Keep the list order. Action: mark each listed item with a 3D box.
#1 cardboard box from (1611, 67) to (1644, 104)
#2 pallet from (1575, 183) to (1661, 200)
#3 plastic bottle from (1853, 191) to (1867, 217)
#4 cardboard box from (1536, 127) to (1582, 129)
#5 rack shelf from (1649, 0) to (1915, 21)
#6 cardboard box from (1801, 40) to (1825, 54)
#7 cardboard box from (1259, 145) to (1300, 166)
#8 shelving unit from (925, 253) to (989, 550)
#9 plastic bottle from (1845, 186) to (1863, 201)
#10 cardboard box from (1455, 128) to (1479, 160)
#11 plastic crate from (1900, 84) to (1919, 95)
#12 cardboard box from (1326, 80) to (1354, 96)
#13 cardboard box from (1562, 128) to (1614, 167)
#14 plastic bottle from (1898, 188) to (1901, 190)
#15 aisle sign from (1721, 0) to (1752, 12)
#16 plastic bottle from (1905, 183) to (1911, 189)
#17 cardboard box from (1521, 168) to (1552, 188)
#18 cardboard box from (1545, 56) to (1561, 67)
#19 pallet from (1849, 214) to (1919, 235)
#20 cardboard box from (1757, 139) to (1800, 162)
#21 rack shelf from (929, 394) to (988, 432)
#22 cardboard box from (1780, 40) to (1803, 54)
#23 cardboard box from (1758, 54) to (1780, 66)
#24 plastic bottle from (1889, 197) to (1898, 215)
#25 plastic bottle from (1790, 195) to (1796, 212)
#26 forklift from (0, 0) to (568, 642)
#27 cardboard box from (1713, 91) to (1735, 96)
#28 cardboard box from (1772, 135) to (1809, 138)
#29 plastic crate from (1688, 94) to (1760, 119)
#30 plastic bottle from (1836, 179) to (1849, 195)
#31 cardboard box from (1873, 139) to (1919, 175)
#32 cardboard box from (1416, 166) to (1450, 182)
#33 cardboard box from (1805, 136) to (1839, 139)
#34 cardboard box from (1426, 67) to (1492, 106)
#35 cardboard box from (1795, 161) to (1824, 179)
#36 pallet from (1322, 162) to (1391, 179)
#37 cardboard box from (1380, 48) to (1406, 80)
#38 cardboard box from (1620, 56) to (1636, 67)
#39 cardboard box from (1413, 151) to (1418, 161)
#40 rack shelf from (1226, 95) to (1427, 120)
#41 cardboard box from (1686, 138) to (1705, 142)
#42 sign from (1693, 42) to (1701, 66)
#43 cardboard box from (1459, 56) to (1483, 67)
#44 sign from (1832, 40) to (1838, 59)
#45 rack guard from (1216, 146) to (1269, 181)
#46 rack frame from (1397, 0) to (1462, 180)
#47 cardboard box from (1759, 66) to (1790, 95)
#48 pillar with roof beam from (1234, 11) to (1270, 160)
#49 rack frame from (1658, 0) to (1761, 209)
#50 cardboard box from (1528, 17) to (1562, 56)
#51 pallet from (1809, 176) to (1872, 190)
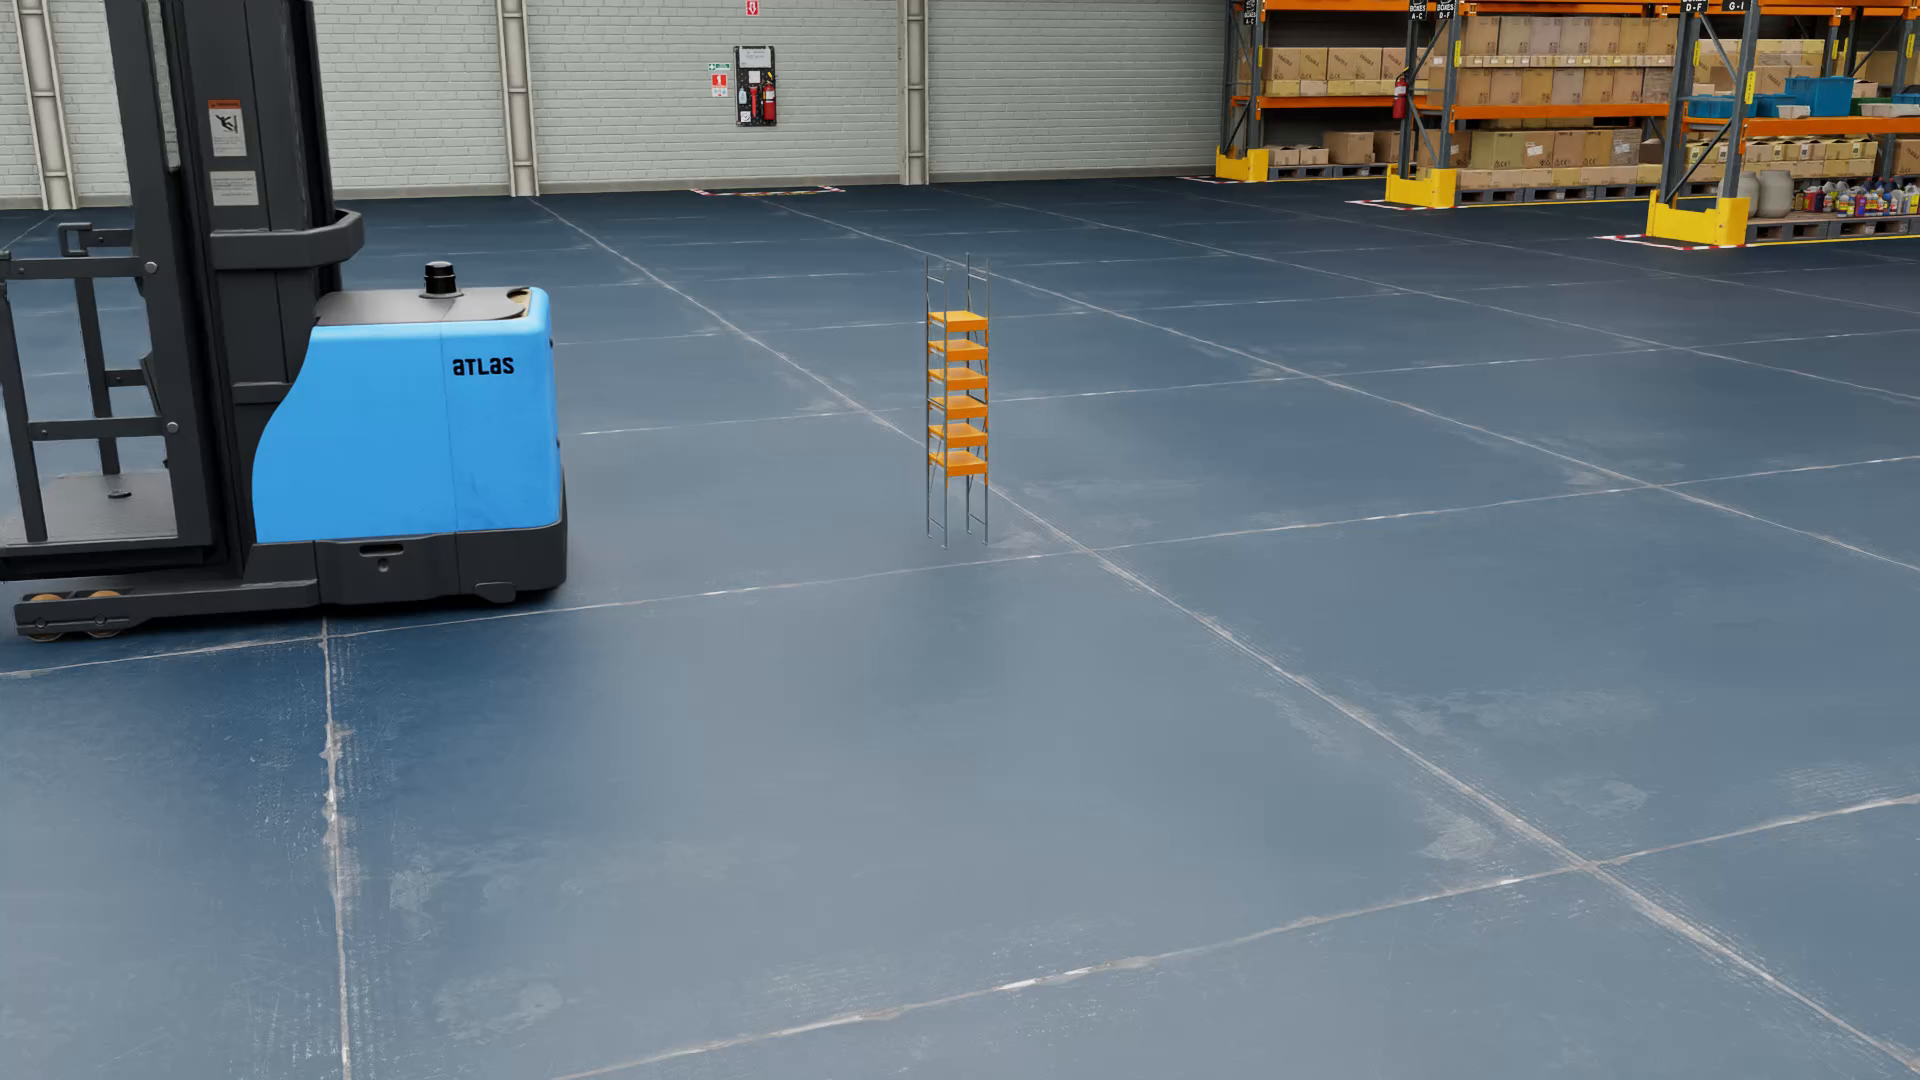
[{"bbox_3d":[9.146,-6.402,23.400,0.500,0.500,0.700,-6,18,-21],"label":"cardboard box"},{"bbox_3d":[9.291,-5.049,23.916,1.213,0.211,1.003,-6,17,-20],"label":"pallet"},{"bbox_3d":[10.104,-3.775,18.671,0.133,0.283,0.061,-6,17,-19],"label":"plastic bottle"},{"bbox_3d":[8.569,-5.633,23.759,0.500,0.500,0.500,-6,17,-20],"label":"cardboard box"},{"bbox_3d":[11.916,-7.751,24.124,4.000,0.370,1.077,-6,17,-20],"label":"rack shelf"},{"bbox_3d":[15.398,-9.011,30.388,0.500,0.250,0.500,-6,17,-19],"label":"cardboard box"},{"bbox_3d":[5.215,-6.323,27.296,0.500,0.311,0.500,-8,18,-26],"label":"cardboard box"},{"bbox_3d":[-0.014,-0.574,6.924,0.189,1.200,0.258,-6,17,-20],"label":"shelving unit"},{"bbox_3d":[10.418,-3.986,19.401,0.135,0.276,0.152,-6,17,-20],"label":"plastic bottle"},{"bbox_3d":[8.953,-6.849,28.753,0.500,0.500,0.700,-6,17,-18],"label":"cardboard box"},{"bbox_3d":[11.283,-5.103,19.262,0.504,0.338,0.767,-6,17,-20],"label":"plastic crate"},{"bbox_3d":[6.064,-7.365,27.084,0.500,0.250,0.500,-6,18,-21],"label":"cardboard box"},{"bbox_3d":[8.757,-5.495,23.290,0.500,0.500,0.500,-6,17,-20],"label":"cardboard box"},{"bbox_3d":[10.777,-3.892,19.067,0.133,0.283,0.061,-6,17,-20],"label":"plastic bottle"},{"bbox_3d":[8.120,-5.912,17.293,0.004,0.787,0.394,-6,17,-20],"label":"aisle sign"},{"bbox_3d":[11.363,-4.137,19.925,0.097,0.271,0.097,0,16,0],"label":"plastic bottle"},{"bbox_3d":[7.826,-5.032,23.045,0.500,0.250,0.500,-6,17,-20],"label":"cardboard box"},{"bbox_3d":[7.958,-6.525,22.666,0.250,0.149,0.380,-6,18,-21],"label":"cardboard box"},{"bbox_3d":[11.175,-3.757,19.519,1.213,0.211,1.003,-6,17,-20],"label":"pallet"},{"bbox_3d":[11.958,-5.739,24.455,0.500,0.311,0.500,-6,17,-19],"label":"cardboard box"},{"bbox_3d":[-0.014,-0.532,6.937,0.180,0.103,0.258,-6,17,-20],"label":"rack shelf"},{"bbox_3d":[14.917,-8.962,30.221,0.500,0.250,0.500,-6,17,-19],"label":"cardboard box"},{"bbox_3d":[14.457,-8.550,30.150,0.500,0.500,0.500,-6,17,-20],"label":"cardboard box"},{"bbox_3d":[10.584,-3.793,18.878,0.097,0.201,0.097,0,16,0],"label":"plastic bottle"},{"bbox_3d":[9.640,-3.918,19.302,0.097,0.201,0.097,0,16,0],"label":"plastic bottle"},{"bbox_3d":[-3.068,-1.209,6.014,3.031,2.935,1.130,-4,17,-12],"label":"forklift"},{"bbox_3d":[10.949,-6.371,23.915,0.250,0.149,0.380,-6,17,-20],"label":"cardboard box"},{"bbox_3d":[15.182,-7.636,30.846,0.750,0.750,0.750,-6,17,-19],"label":"cardboard box"},{"bbox_3d":[8.442,-4.807,18.407,0.616,0.251,0.499,-6,17,-20],"label":"plastic crate"},{"bbox_3d":[10.342,-4.058,19.514,0.185,0.351,0.144,-6,18,-21],"label":"plastic bottle"},{"bbox_3d":[14.311,-5.841,25.322,0.500,0.500,0.500,-5,17,-18],"label":"cardboard box"},{"bbox_3d":[6.708,-5.067,23.162,0.500,0.250,0.500,-6,17,-20],"label":"cardboard box"},{"bbox_3d":[13.189,-6.035,25.464,0.500,0.311,0.500,-6,17,-18],"label":"cardboard box"},{"bbox_3d":[6.754,-6.144,22.520,0.500,0.500,0.700,-6,17,-20],"label":"cardboard box"},{"bbox_3d":[12.429,-5.521,24.711,0.500,0.250,0.500,-6,17,-19],"label":"cardboard box"},{"bbox_3d":[6.517,-6.220,27.904,1.213,0.211,1.003,-6,17,-20],"label":"pallet"},{"bbox_3d":[7.003,-7.827,27.329,0.500,0.500,0.500,-7,18,-22],"label":"cardboard box"},{"bbox_3d":[9.151,-6.653,23.101,0.250,0.149,0.380,-6,17,-20],"label":"cardboard box"},{"bbox_3d":[7.783,-6.549,28.322,0.250,0.166,0.380,-9,18,-27],"label":"cardboard box"},{"bbox_3d":[6.405,-7.212,27.610,4.000,0.370,1.077,-6,17,-20],"label":"rack shelf"},{"bbox_3d":[10.807,-5.777,24.588,0.500,0.311,0.500,-6,17,-19],"label":"cardboard box"},{"bbox_3d":[10.248,-6.763,23.129,0.005,0.325,0.100,-6,17,-20],"label":"sign"},{"bbox_3d":[6.756,-6.395,22.222,0.250,0.149,0.380,-6,18,-20],"label":"cardboard box"},{"bbox_3d":[15.946,-8.941,30.307,0.005,0.325,0.100,-6,17,-20],"label":"sign"},{"bbox_3d":[4.608,-6.164,27.201,0.348,0.500,1.175,-6,17,-20],"label":"rack guard"},{"bbox_3d":[6.313,-6.052,22.385,0.127,3.000,1.000,-6,17,-20],"label":"rack frame"},{"bbox_3d":[11.731,-6.681,24.346,0.500,0.500,0.500,-6,17,-20],"label":"cardboard box"},{"bbox_3d":[6.422,-9.399,23.135,0.400,9.000,9.100,-6,17,-20],"label":"pillar with roof beam"},{"bbox_3d":[8.082,-4.749,17.946,0.127,3.000,1.000,-6,17,-20],"label":"rack frame"},{"bbox_3d":[7.763,-6.877,22.715,0.500,0.500,0.700,-6,17,-20],"label":"cardboard box"},{"bbox_3d":[13.001,-5.448,25.277,1.213,0.211,1.003,-6,17,-20],"label":"pallet"}]
